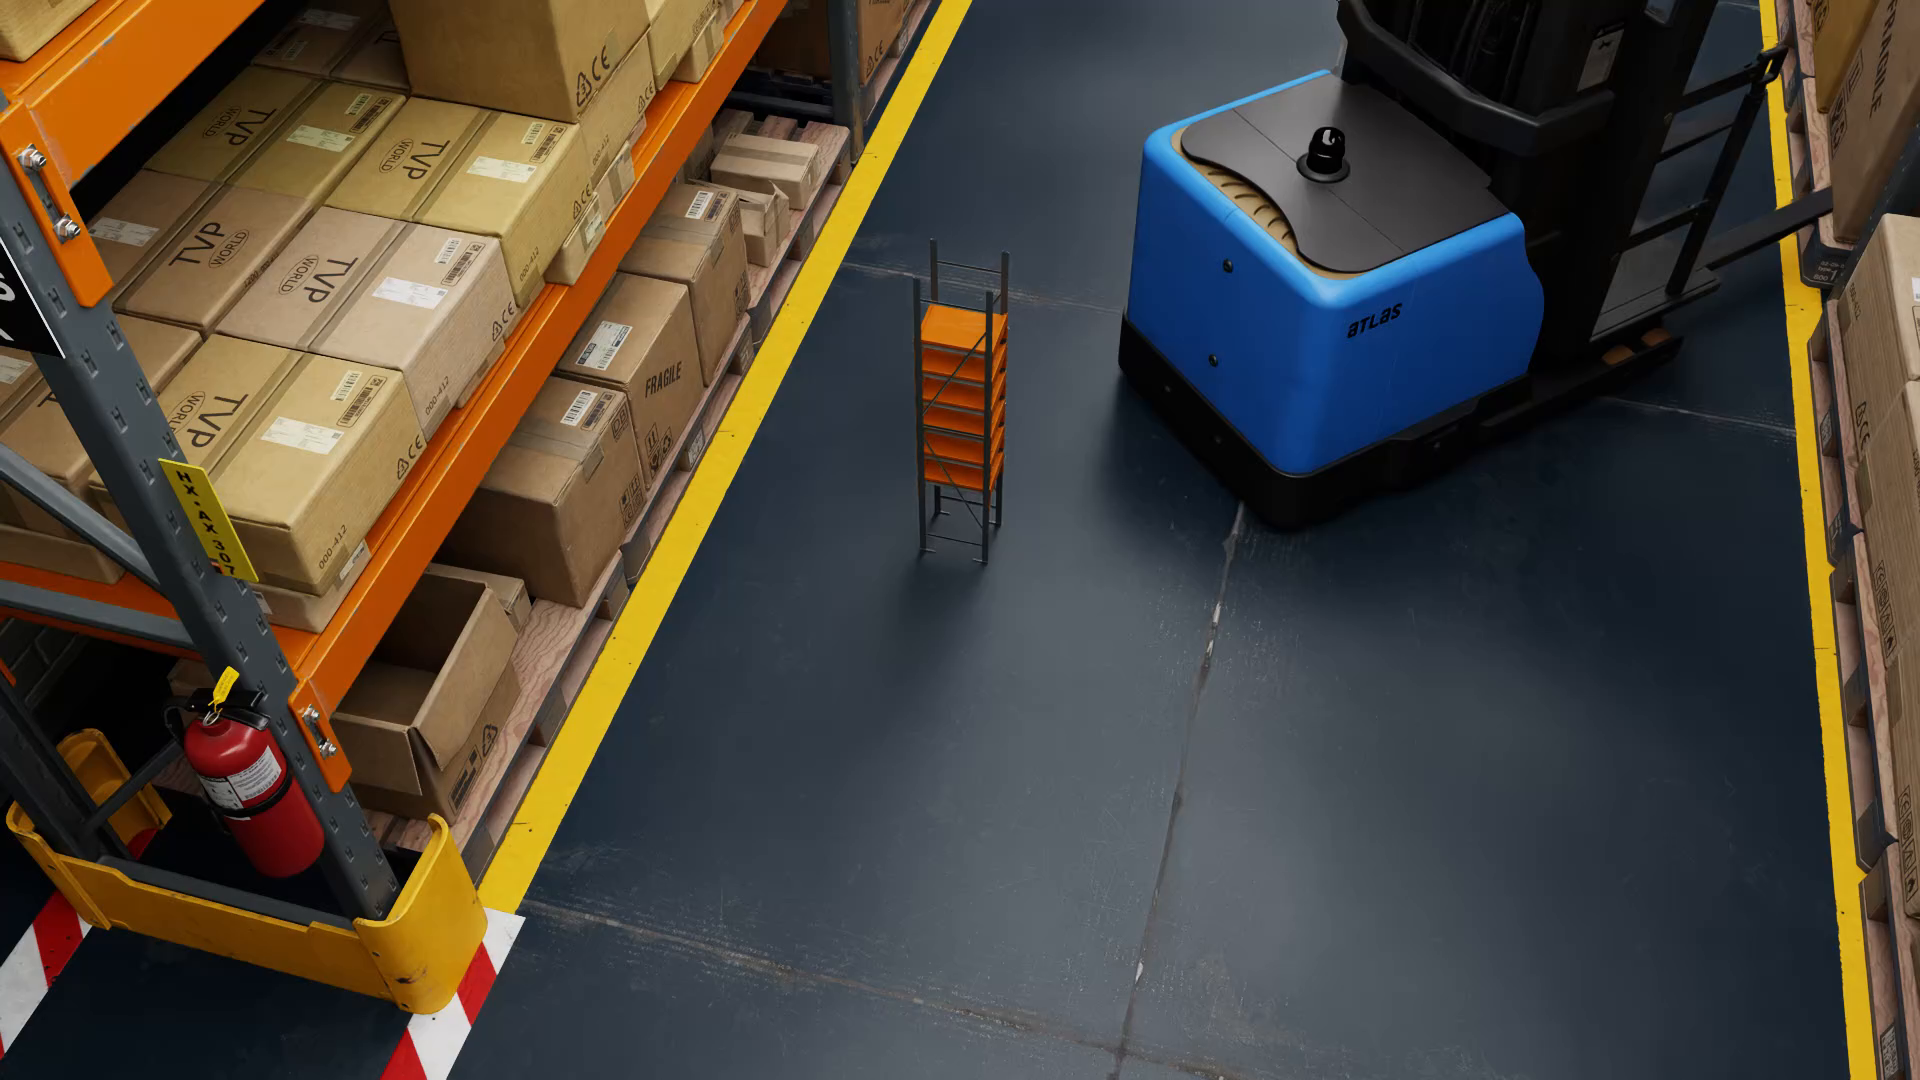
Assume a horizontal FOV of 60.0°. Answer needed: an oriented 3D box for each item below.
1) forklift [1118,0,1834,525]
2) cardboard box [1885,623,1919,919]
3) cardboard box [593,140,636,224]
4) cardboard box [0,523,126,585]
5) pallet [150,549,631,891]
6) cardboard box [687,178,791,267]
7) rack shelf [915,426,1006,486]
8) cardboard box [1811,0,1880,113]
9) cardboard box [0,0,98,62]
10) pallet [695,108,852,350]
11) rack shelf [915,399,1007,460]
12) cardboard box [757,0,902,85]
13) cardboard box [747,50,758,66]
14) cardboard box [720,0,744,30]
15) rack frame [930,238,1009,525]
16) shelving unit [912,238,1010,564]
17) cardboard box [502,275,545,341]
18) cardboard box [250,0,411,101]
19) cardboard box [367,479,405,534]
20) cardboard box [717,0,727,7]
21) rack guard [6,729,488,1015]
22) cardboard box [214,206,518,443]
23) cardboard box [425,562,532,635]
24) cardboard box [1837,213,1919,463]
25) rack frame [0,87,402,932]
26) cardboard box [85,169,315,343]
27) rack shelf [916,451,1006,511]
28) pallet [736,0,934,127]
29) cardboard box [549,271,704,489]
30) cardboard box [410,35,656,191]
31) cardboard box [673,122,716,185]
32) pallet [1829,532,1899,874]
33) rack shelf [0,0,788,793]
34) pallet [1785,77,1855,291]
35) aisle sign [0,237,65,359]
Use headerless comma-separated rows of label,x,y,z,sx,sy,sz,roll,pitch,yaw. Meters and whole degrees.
forklift,2.127,-1.856,5.433,3.031,2.935,1.130,-24,53,-20
cardboard box,3.130,0.671,4.586,0.875,0.438,0.875,13,50,11
cardboard box,-1.182,-1.071,4.862,0.380,0.149,0.250,13,50,11
cardboard box,-2.141,-0.064,3.973,0.380,0.149,0.250,11,50,10
pallet,-1.741,0.437,5.224,1.003,0.211,1.213,12,50,10
cardboard box,-0.874,-1.263,6.407,0.396,0.266,0.258,13,50,11
rack shelf,0.004,-0.299,5.433,0.258,0.103,0.180,12,50,10
cardboard box,4.189,-2.326,6.939,0.875,0.875,0.875,13,50,11
cardboard box,-1.661,-0.948,2.753,0.380,0.149,0.250,13,50,11
pallet,-1.098,-1.328,6.782,1.003,0.211,1.213,12,50,10
rack shelf,0.004,-0.378,5.343,0.258,0.103,0.180,12,50,10
cardboard box,-0.572,-2.365,7.224,0.500,0.500,0.500,14,50,12
cardboard box,-1.073,-2.473,7.319,0.500,0.500,0.500,11,50,10
cardboard box,-0.945,-1.814,5.518,0.380,0.149,0.250,13,50,11
rack frame,0.028,-0.474,5.368,0.240,1.200,0.006,12,50,10
shelving unit,0.004,-0.407,5.309,0.258,1.200,0.189,12,50,10
cardboard box,-1.370,-0.709,4.542,0.380,0.149,0.250,12,50,11
cardboard box,-1.695,-1.396,4.883,0.500,0.250,0.500,11,50,10
cardboard box,-1.596,-0.148,4.047,0.380,0.149,0.250,13,50,11
cardboard box,-0.933,-2.015,5.429,0.500,0.250,0.500,12,50,10
rack guard,-1.949,0.918,4.606,1.175,0.500,0.348,12,50,10
cardboard box,-1.458,-0.543,4.130,0.500,0.250,0.500,12,50,10
cardboard box,-1.568,0.227,5.171,0.380,0.149,0.250,10,49,9
cardboard box,3.604,-0.629,5.733,0.875,0.438,0.875,11,49,9
rack frame,-1.969,0.146,3.621,1.000,3.000,0.127,12,50,10
cardboard box,-1.968,-0.661,4.234,0.500,0.250,0.500,12,50,10
rack shelf,0.004,-0.219,5.523,0.258,0.103,0.180,12,50,10
pallet,-0.739,-2.421,7.746,1.003,0.211,1.213,12,50,10
cardboard box,-1.219,-0.563,5.633,0.500,0.500,0.500,12,50,11
cardboard box,-1.213,-1.284,4.784,0.500,0.250,0.500,10,49,9
cardboard box,-1.319,-1.566,6.644,0.500,0.311,0.500,13,50,11
pallet,3.278,0.572,5.105,1.003,0.211,1.213,12,50,10
rack shelf,-1.443,-1.063,5.167,1.077,0.370,4.000,12,50,10
pallet,4.003,-1.421,6.863,1.003,0.211,1.213,12,50,10
aisle sign,-1.704,-0.607,2.551,0.394,0.787,0.004,12,50,10
